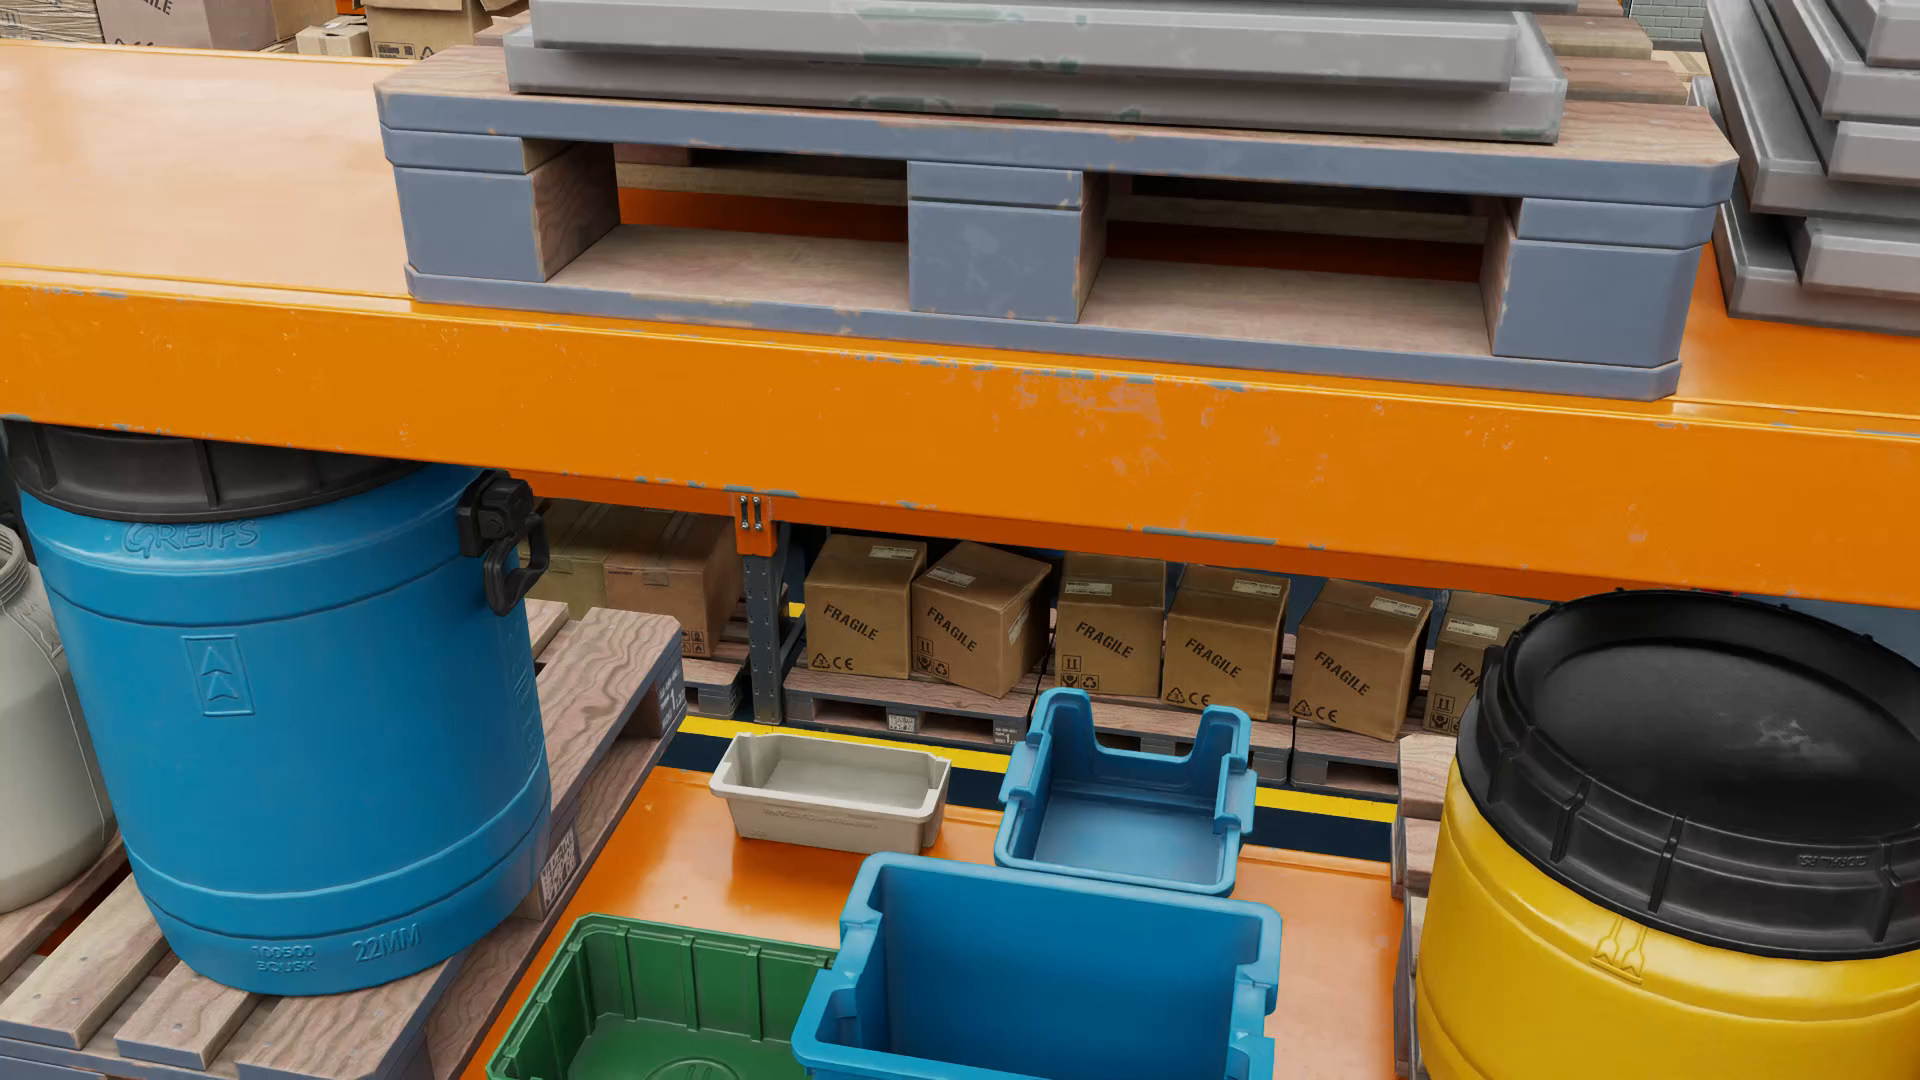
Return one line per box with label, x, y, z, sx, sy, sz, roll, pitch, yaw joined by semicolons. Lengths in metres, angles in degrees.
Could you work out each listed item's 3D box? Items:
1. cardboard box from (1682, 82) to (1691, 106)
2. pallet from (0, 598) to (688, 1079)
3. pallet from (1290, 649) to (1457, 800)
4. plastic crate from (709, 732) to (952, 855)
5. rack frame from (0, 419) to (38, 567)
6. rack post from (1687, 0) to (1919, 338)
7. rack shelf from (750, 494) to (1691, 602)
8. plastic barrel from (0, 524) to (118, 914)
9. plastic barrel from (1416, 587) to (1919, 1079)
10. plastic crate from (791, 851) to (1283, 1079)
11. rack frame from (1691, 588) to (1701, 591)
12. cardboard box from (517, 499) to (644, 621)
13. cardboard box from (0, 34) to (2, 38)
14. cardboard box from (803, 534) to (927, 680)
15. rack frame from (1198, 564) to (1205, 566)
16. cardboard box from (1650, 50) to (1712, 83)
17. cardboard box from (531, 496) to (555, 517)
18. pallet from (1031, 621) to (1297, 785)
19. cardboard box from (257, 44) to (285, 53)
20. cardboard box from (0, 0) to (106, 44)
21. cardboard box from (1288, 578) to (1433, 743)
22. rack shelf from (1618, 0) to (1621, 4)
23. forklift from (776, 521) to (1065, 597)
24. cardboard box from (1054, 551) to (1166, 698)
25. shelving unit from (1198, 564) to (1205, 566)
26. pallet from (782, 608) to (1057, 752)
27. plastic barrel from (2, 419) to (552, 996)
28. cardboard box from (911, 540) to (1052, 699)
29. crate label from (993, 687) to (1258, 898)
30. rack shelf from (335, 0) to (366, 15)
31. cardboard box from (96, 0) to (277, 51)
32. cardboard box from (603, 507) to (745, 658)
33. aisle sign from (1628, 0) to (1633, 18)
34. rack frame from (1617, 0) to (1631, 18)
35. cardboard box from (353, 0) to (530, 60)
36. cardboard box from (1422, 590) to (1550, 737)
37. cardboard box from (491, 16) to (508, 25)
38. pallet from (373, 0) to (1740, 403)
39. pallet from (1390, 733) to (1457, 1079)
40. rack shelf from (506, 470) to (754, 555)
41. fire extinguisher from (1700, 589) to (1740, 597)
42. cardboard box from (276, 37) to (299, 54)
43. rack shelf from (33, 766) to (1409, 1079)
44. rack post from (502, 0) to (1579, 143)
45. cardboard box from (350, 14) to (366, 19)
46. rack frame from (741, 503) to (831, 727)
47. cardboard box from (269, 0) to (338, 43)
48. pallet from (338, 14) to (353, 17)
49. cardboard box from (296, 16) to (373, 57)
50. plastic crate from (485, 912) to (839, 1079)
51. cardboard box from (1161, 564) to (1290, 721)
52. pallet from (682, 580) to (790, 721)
cardboard box;2.736;-1.552;6.079;0.250;0.149;0.380;6;29;11
pallet;-1.147;0.473;2.836;1.003;0.211;1.213;6;29;11
pallet;2.212;0.871;7.938;1.213;0.211;1.003;6;29;11
plastic crate;-0.219;0.450;2.955;0.396;0.136;0.243;6;29;11
rack frame;-1.873;-0.953;2.119;0.127;3.000;1.000;6;29;11
rack post;1.326;-0.468;1.754;0.954;0.300;0.937;9;30;16
rack shelf;1.117;-0.131;7.615;4.000;0.370;1.077;6;29;11
plastic barrel;-1.493;0.265;2.464;0.421;0.512;0.421;0;29;0
plastic barrel;0.897;0.443;2.060;0.600;0.588;0.600;0;29;0
plastic crate;0.111;0.722;2.202;0.575;0.384;0.392;6;29;11
rack frame;3.073;-0.246;7.076;0.127;3.000;1.000;6;29;11
cardboard box;-1.897;0.128;8.537;0.500;0.500;0.700;6;29;10
cardboard box;-4.345;-2.459;7.370;0.500;0.500;0.500;6;29;11
cardboard box;-0.456;0.324;8.200;0.500;0.500;0.500;5;29;9
rack frame;1.350;-0.297;9.043;0.015;1.200;0.240;8;30;14
cardboard box;2.852;-1.807;6.544;0.250;0.149;0.380;6;29;10
cardboard box;-2.444;0.072;8.640;0.500;0.500;0.700;3;29;6
pallet;1.022;0.748;8.164;1.213;0.211;1.003;6;29;11
cardboard box;-3.337;-2.033;7.372;0.500;0.250;0.500;6;29;12
cardboard box;-3.849;-2.407;7.274;0.500;0.500;0.500;6;29;11
cardboard box;1.874;0.552;7.784;0.500;0.500;0.500;14;32;24
rack shelf;2.252;-3.766;11.131;4.000;0.370;1.077;6;29;11
forklift;-0.505;-1.473;9.389;3.031;2.935;1.130;15;32;26
cardboard box;0.729;0.403;8.055;0.500;0.500;0.500;3;29;6
shelving unit;1.115;-0.328;9.100;0.503;1.200;0.258;8;30;14
pallet;-0.175;0.627;8.385;1.213;0.211;1.003;6;29;11
plastic barrel;-0.922;0.109;2.344;0.708;0.901;0.600;6;29;11
cardboard box;0.106;0.378;8.102;0.500;0.500;0.500;16;32;26
crate label;0.277;0.487;2.769;0.408;0.251;0.502;6;29;11
rack shelf;-4.637;-5.587;17.581;4.000;0.370;1.077;6;29;11
cardboard box;-3.356;-2.359;7.188;0.500;0.500;0.500;5;29;9
cardboard box;-1.435;0.185;8.434;0.500;0.500;0.700;4;29;7
aisle sign;4.214;-3.557;10.417;0.004;0.787;0.394;6;29;11
rack frame;4.208;-2.565;11.312;0.127;3.000;1.000;6;29;11
cardboard box;-2.199;-2.380;7.305;0.637;0.503;0.797;7;29;13
cardboard box;2.466;0.596;7.704;0.500;0.500;0.500;11;31;20
cardboard box;-1.779;-2.135;7.106;0.258;0.266;0.396;7;29;12
pallet;0.136;-0.503;1.912;1.213;0.211;1.003;6;29;11
pallet;1.250;0.718;2.387;1.213;0.211;1.003;6;29;11
rack shelf;-2.795;-0.532;8.347;4.000;0.370;1.077;6;29;11
fire extinguisher;3.089;0.016;6.678;0.183;0.674;0.296;6;29;11
cardboard box;-3.256;-2.271;7.806;0.500;0.250;0.500;7;29;12
rack shelf;0.083;0.879;2.646;4.000;0.370;1.077;6;29;11
rack post;0.137;-0.698;1.733;0.954;0.300;0.937;5;29;10
cardboard box;-5.970;-5.331;18.139;0.875;0.875;0.875;7;29;12
rack frame;-0.839;-0.647;7.808;0.127;3.000;1.000;6;29;11
cardboard box;-3.247;-2.594;7.615;0.500;0.500;0.500;6;29;11
pallet;-8.618;-7.526;23.277;1.213;0.211;1.003;6;29;11
cardboard box;-2.693;-2.186;7.301;0.250;0.166;0.380;5;29;9
plastic crate;-0.387;0.742;2.368;0.450;0.188;0.336;6;29;11
cardboard box;1.266;0.480;7.915;0.500;0.500;0.500;9;30;15
pallet;-1.600;0.499;8.619;1.213;0.211;1.003;6;29;11
